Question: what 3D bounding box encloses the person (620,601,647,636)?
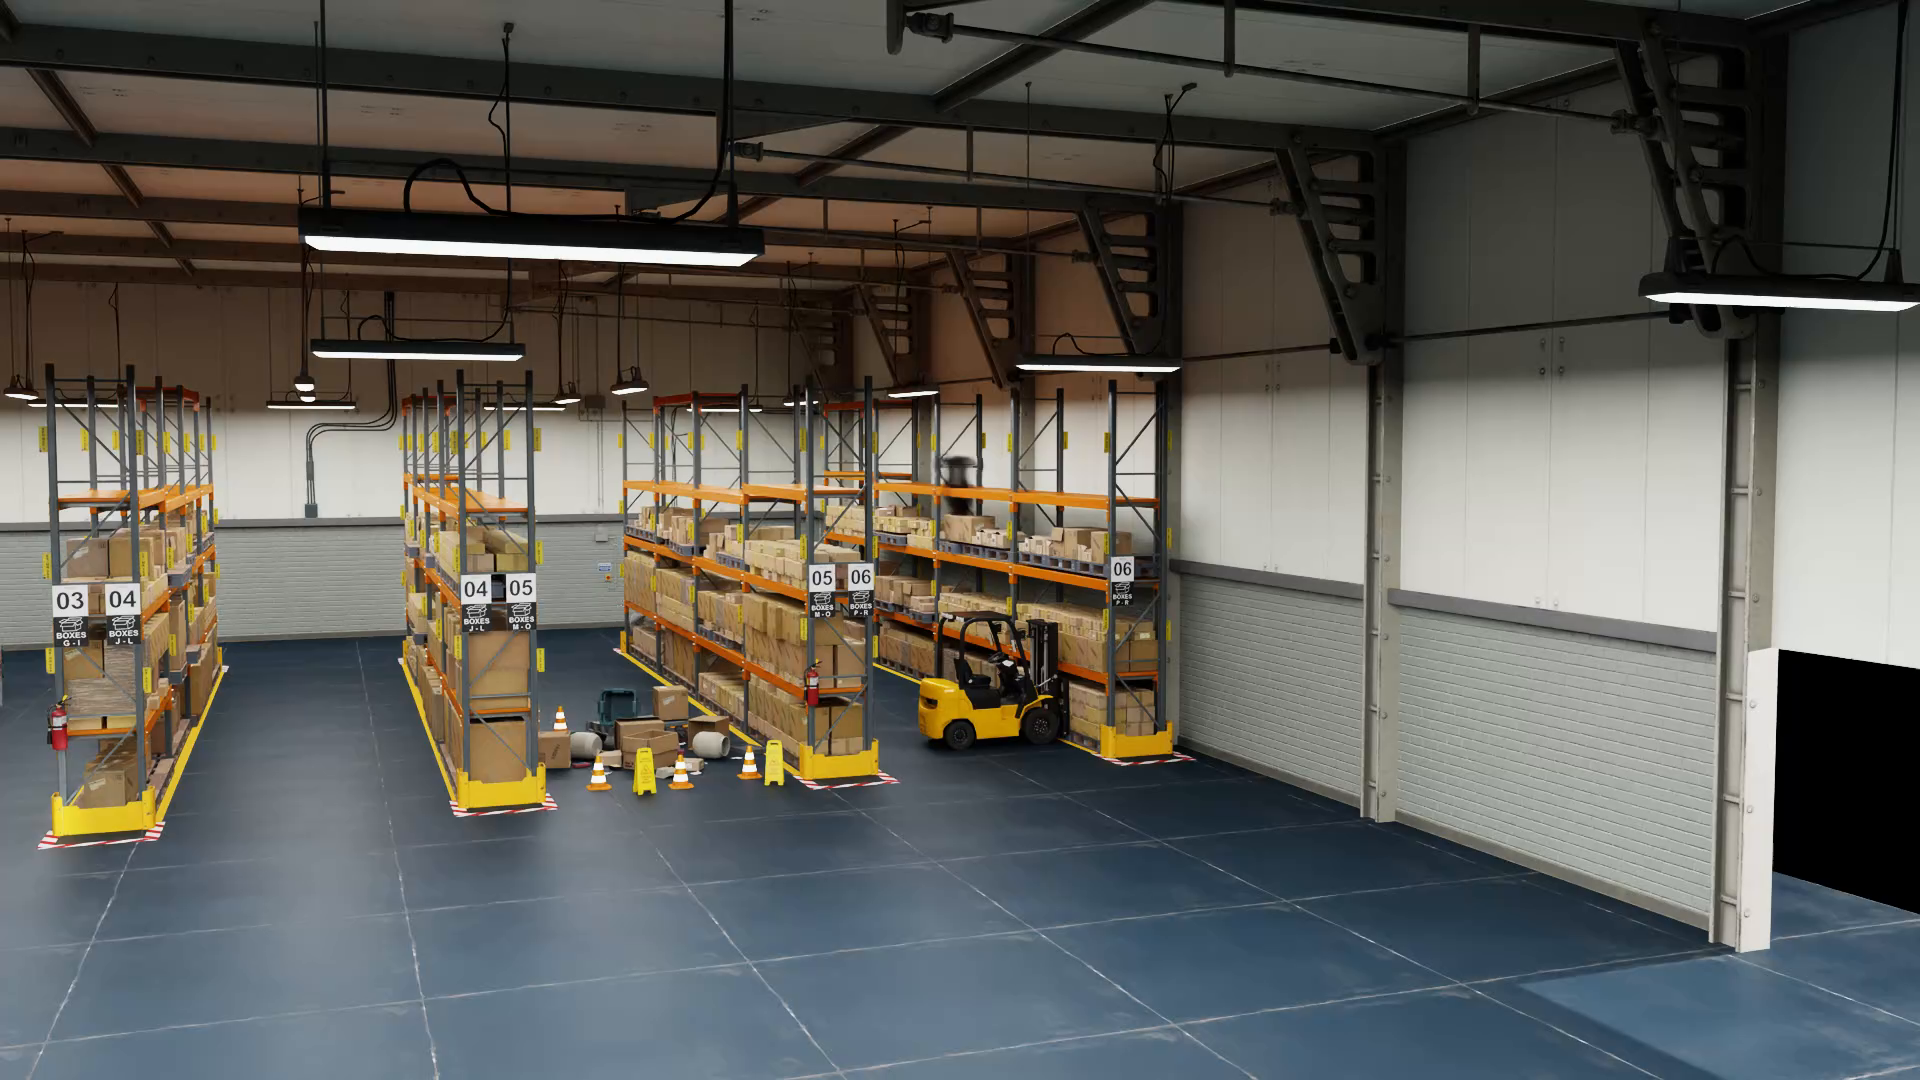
[{"bbox_3d":[-7.907,1.803,40.859,0.906,1.610,0.495,-1,4,-21],"label":"person"}]
